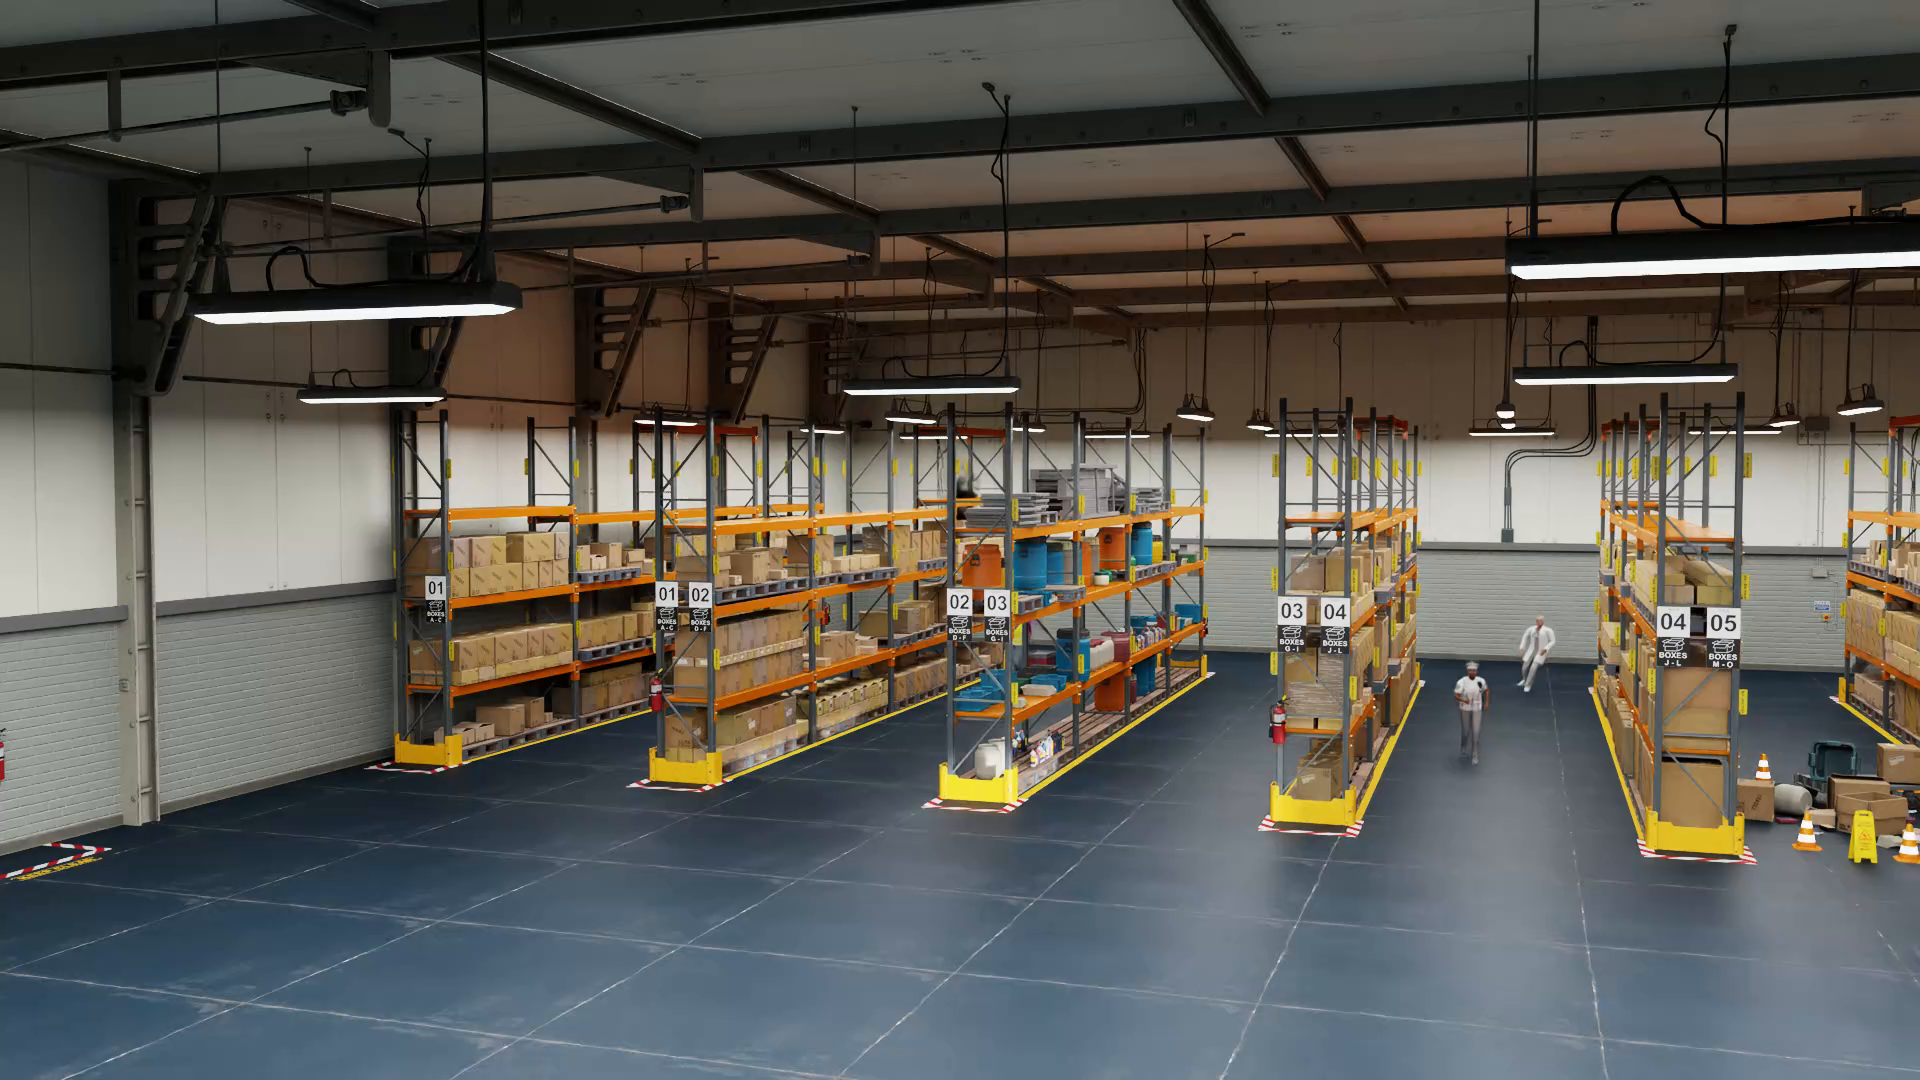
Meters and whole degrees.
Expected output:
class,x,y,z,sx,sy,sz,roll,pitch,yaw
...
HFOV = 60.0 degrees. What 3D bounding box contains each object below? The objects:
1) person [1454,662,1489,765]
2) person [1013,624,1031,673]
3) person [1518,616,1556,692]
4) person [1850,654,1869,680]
class,x,y,z,sx,sy,sz,roll,pitch,yaw
person,8.762,2.935,28.493,0.596,1.724,0.828,0,2,11
person,1.173,2.308,35.933,0.677,1.762,0.583,0,2,10
person,12.937,2.546,37.366,0.863,1.708,0.734,2,3,37
person,19.974,2.639,36.733,0.618,1.610,0.705,-2,3,-41
